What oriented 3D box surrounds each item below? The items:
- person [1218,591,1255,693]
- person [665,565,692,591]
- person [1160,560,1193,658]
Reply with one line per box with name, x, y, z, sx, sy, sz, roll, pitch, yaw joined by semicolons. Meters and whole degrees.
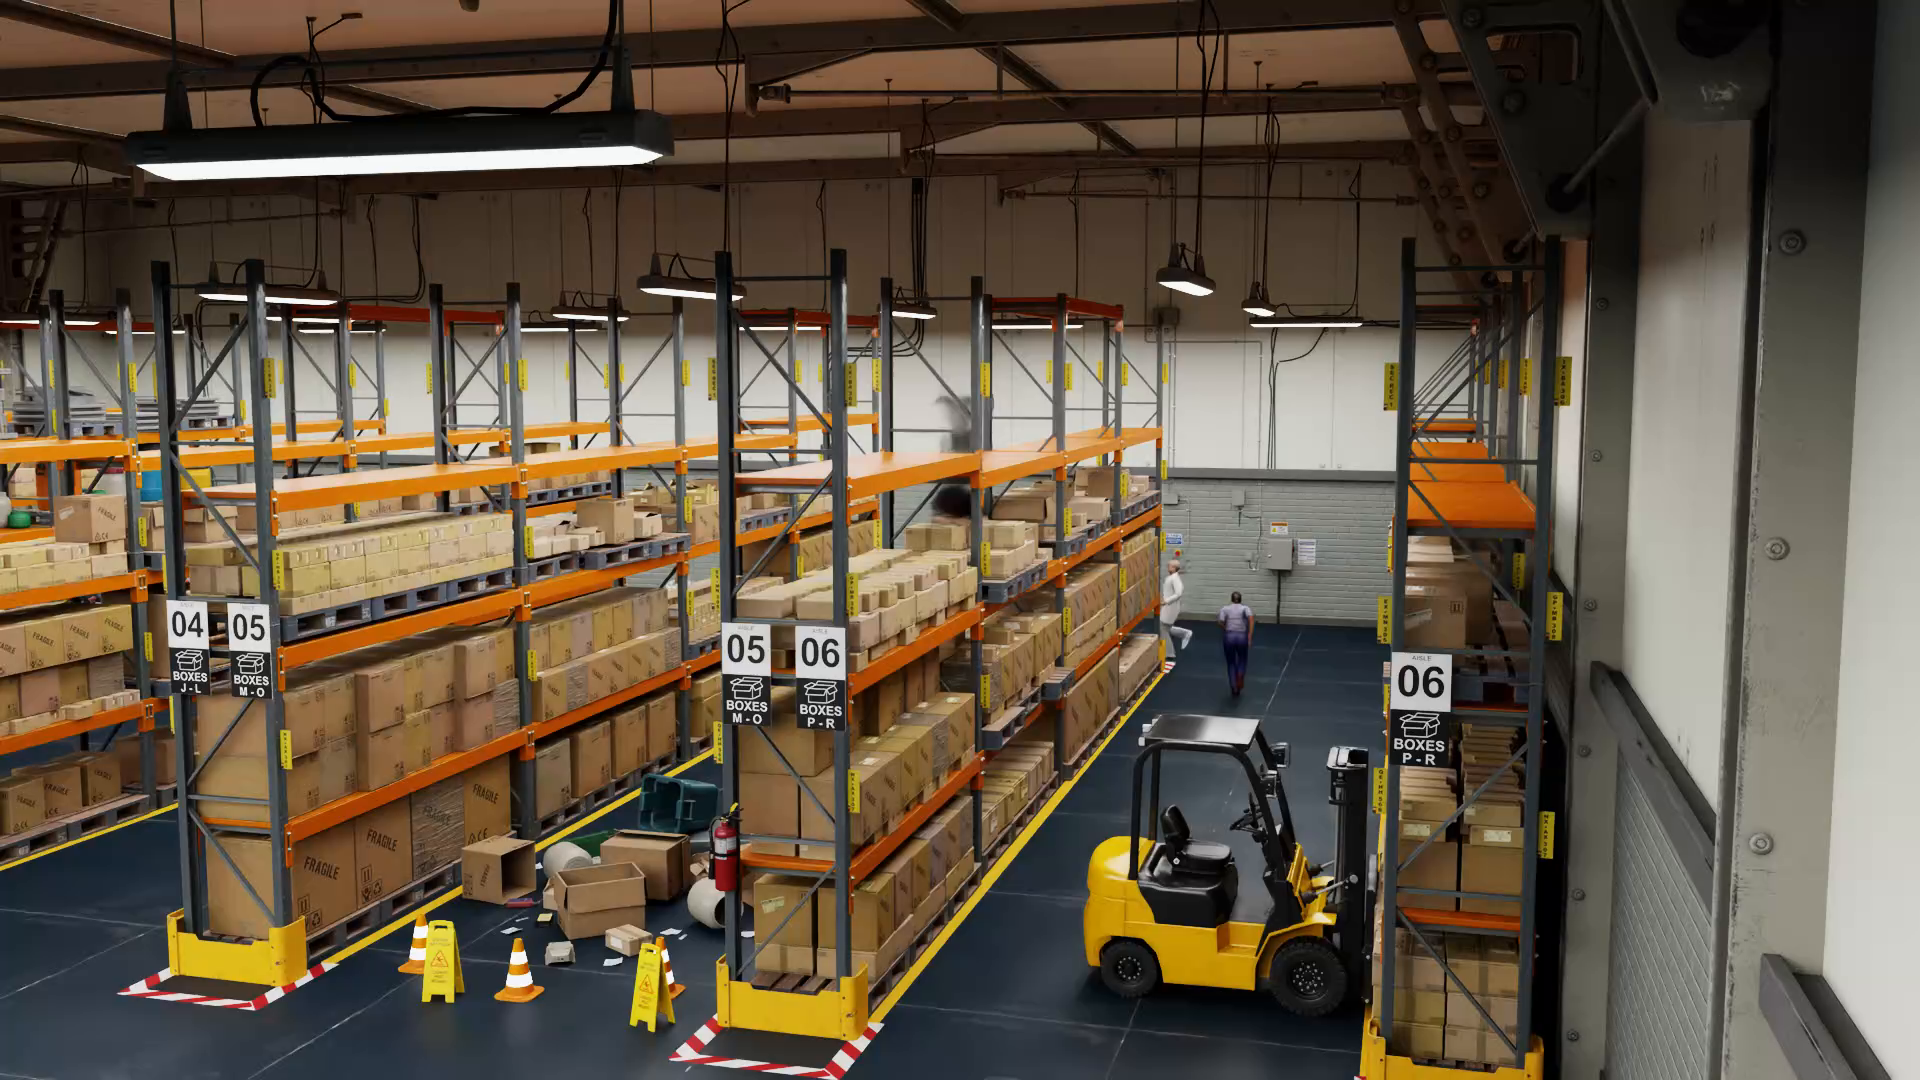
person;4.348;1.599;26.190;0.571;1.586;0.657;1;6;9
person;-4.836;1.282;28.579;0.660;1.726;0.605;1;6;9
person;3.769;1.318;29.275;0.678;1.530;0.710;1;6;5
